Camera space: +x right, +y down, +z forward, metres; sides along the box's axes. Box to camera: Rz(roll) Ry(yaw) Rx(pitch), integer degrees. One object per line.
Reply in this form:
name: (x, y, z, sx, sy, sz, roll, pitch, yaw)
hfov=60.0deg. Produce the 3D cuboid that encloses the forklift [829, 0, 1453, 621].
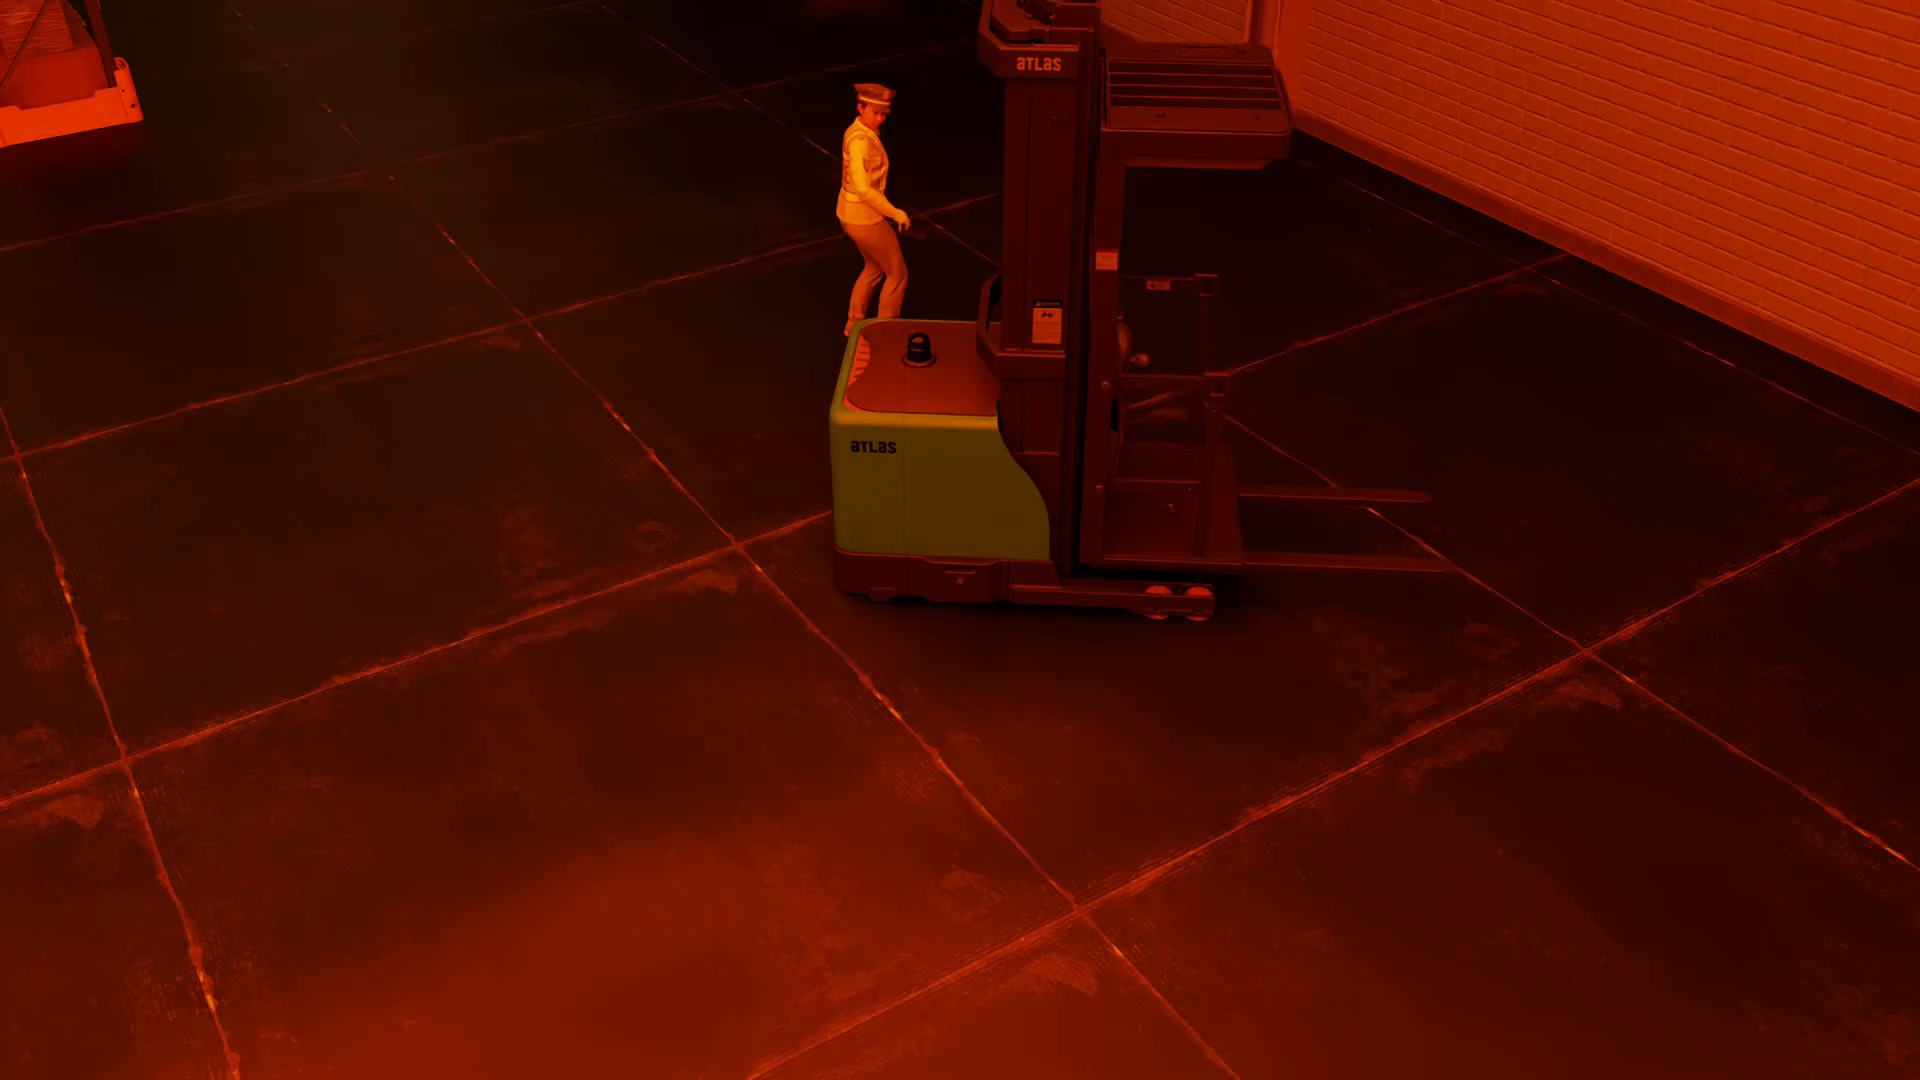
forklift: (0.916, -1.121, 7.743, 3.031, 2.935, 1.130, 2, 35, 3)

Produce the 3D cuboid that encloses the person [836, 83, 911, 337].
person: (-0.514, -1.965, 10.084, 0.476, 1.639, 0.697, -10, 36, -14)
